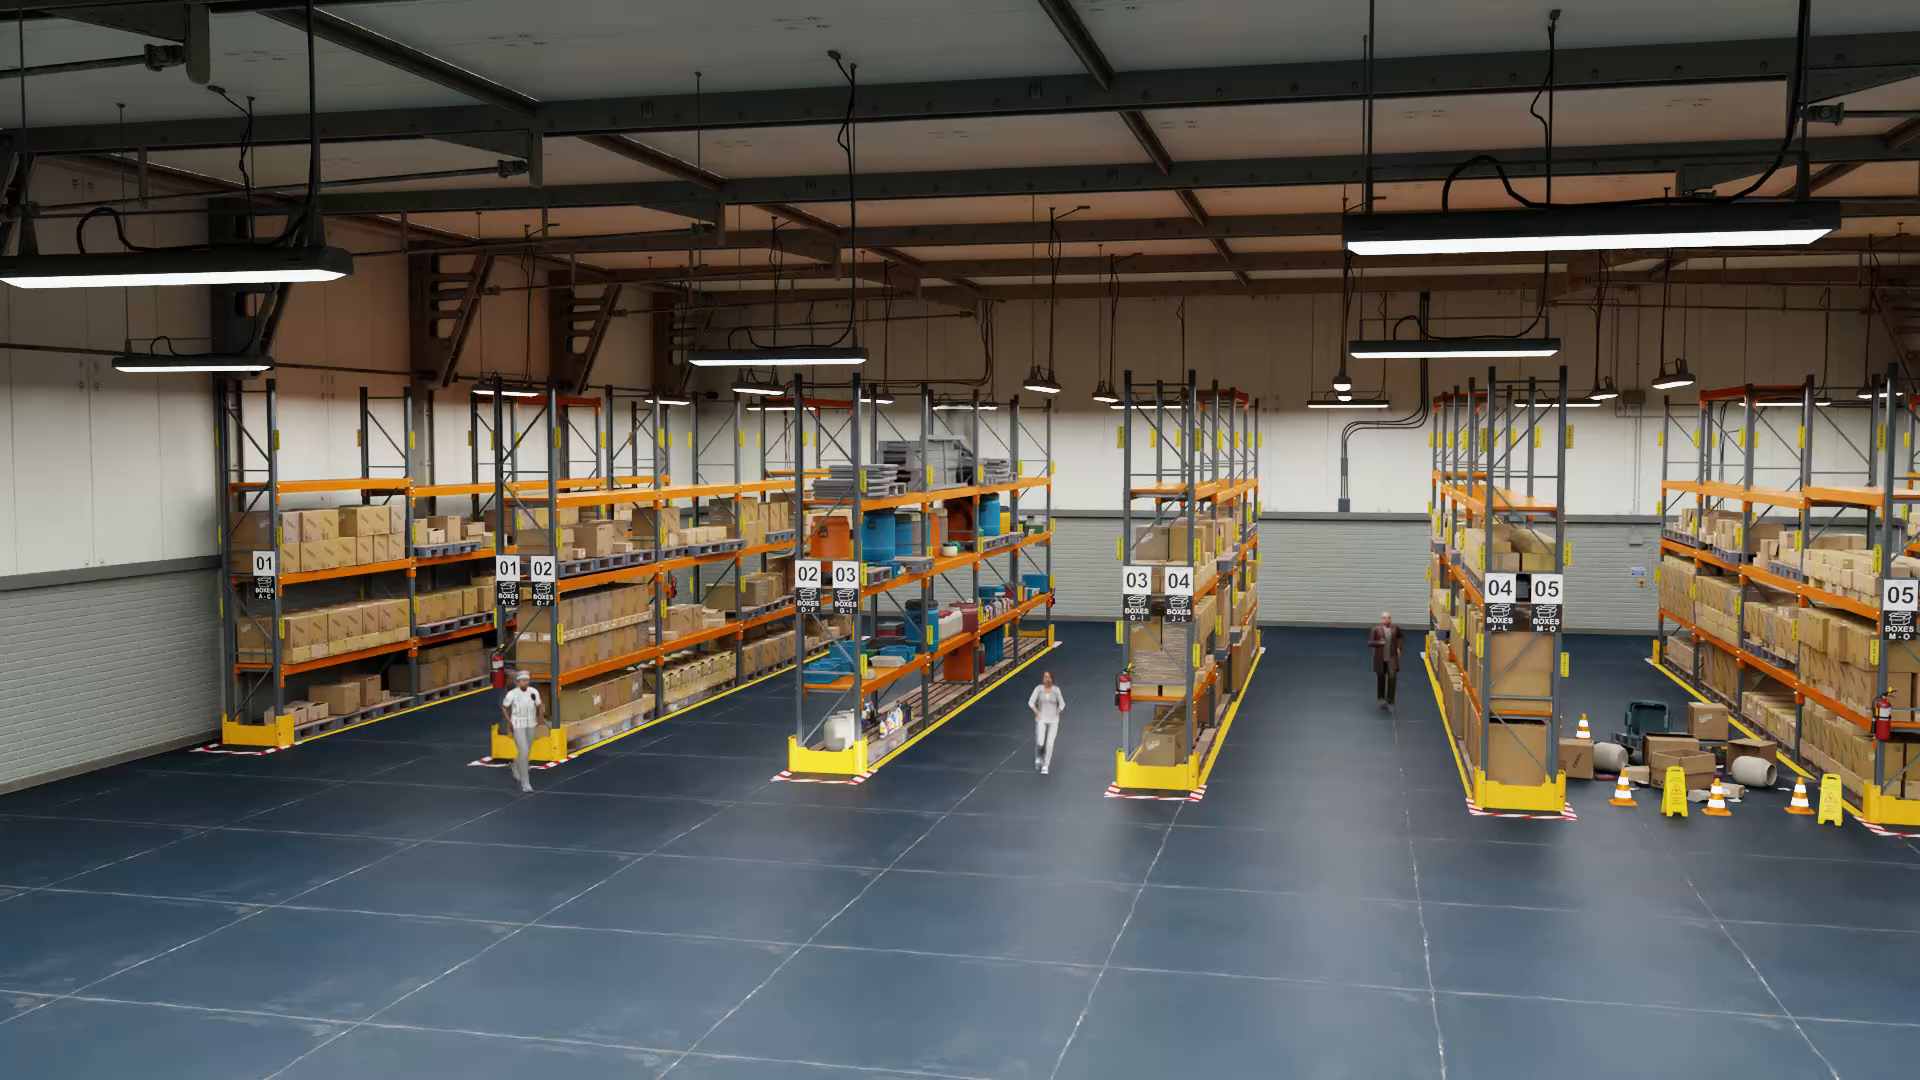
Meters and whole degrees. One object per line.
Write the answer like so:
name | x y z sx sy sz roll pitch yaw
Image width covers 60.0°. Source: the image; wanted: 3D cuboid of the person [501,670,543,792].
person | -6.302 2.714 23.995 0.578 1.726 0.804 -3 4 -39

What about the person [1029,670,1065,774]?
person | 1.305 2.731 24.963 0.546 1.554 0.535 0 3 0

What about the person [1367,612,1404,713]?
person | 7.902 2.249 30.866 0.685 1.831 0.831 1 3 10
